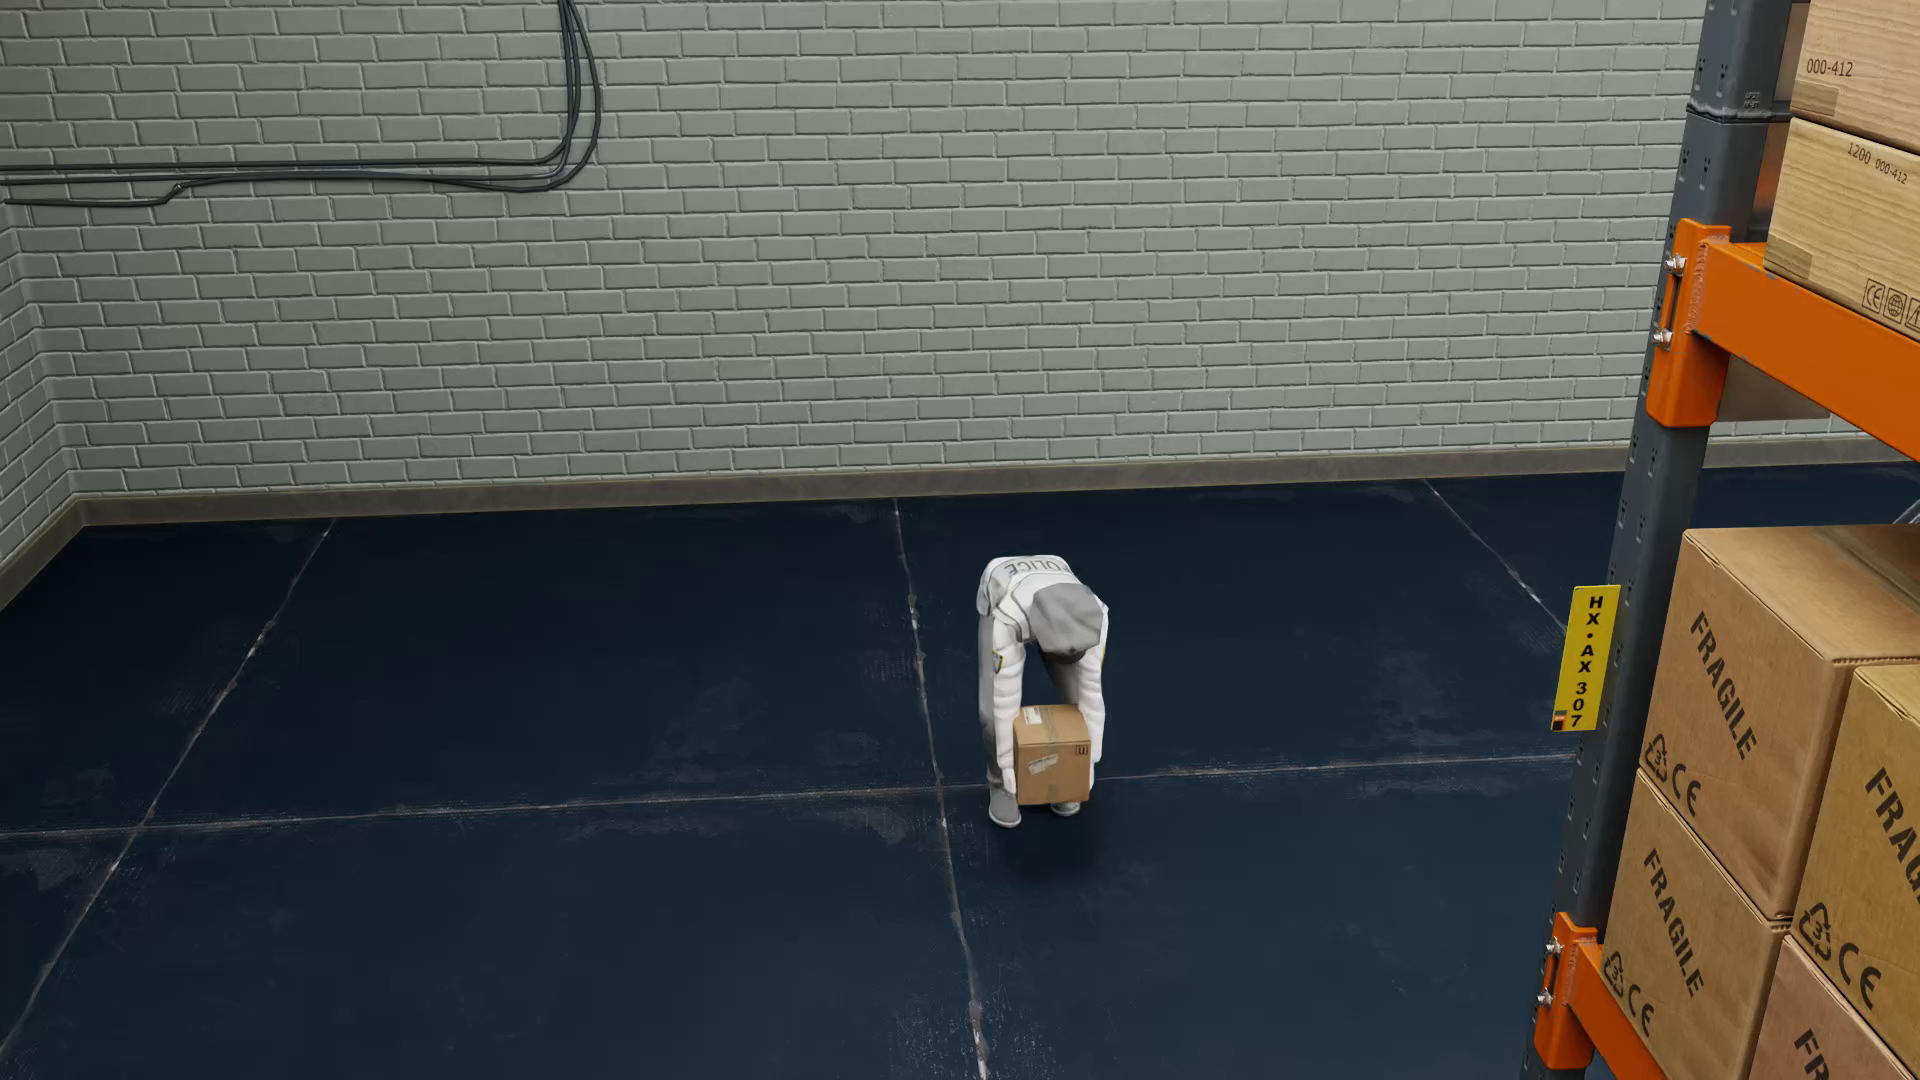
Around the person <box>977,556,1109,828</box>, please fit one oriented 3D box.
[{"bbox_3d":[0.297,0.555,5.988,0.434,1.148,0.915,-3,24,-7],"label":"person"}]
